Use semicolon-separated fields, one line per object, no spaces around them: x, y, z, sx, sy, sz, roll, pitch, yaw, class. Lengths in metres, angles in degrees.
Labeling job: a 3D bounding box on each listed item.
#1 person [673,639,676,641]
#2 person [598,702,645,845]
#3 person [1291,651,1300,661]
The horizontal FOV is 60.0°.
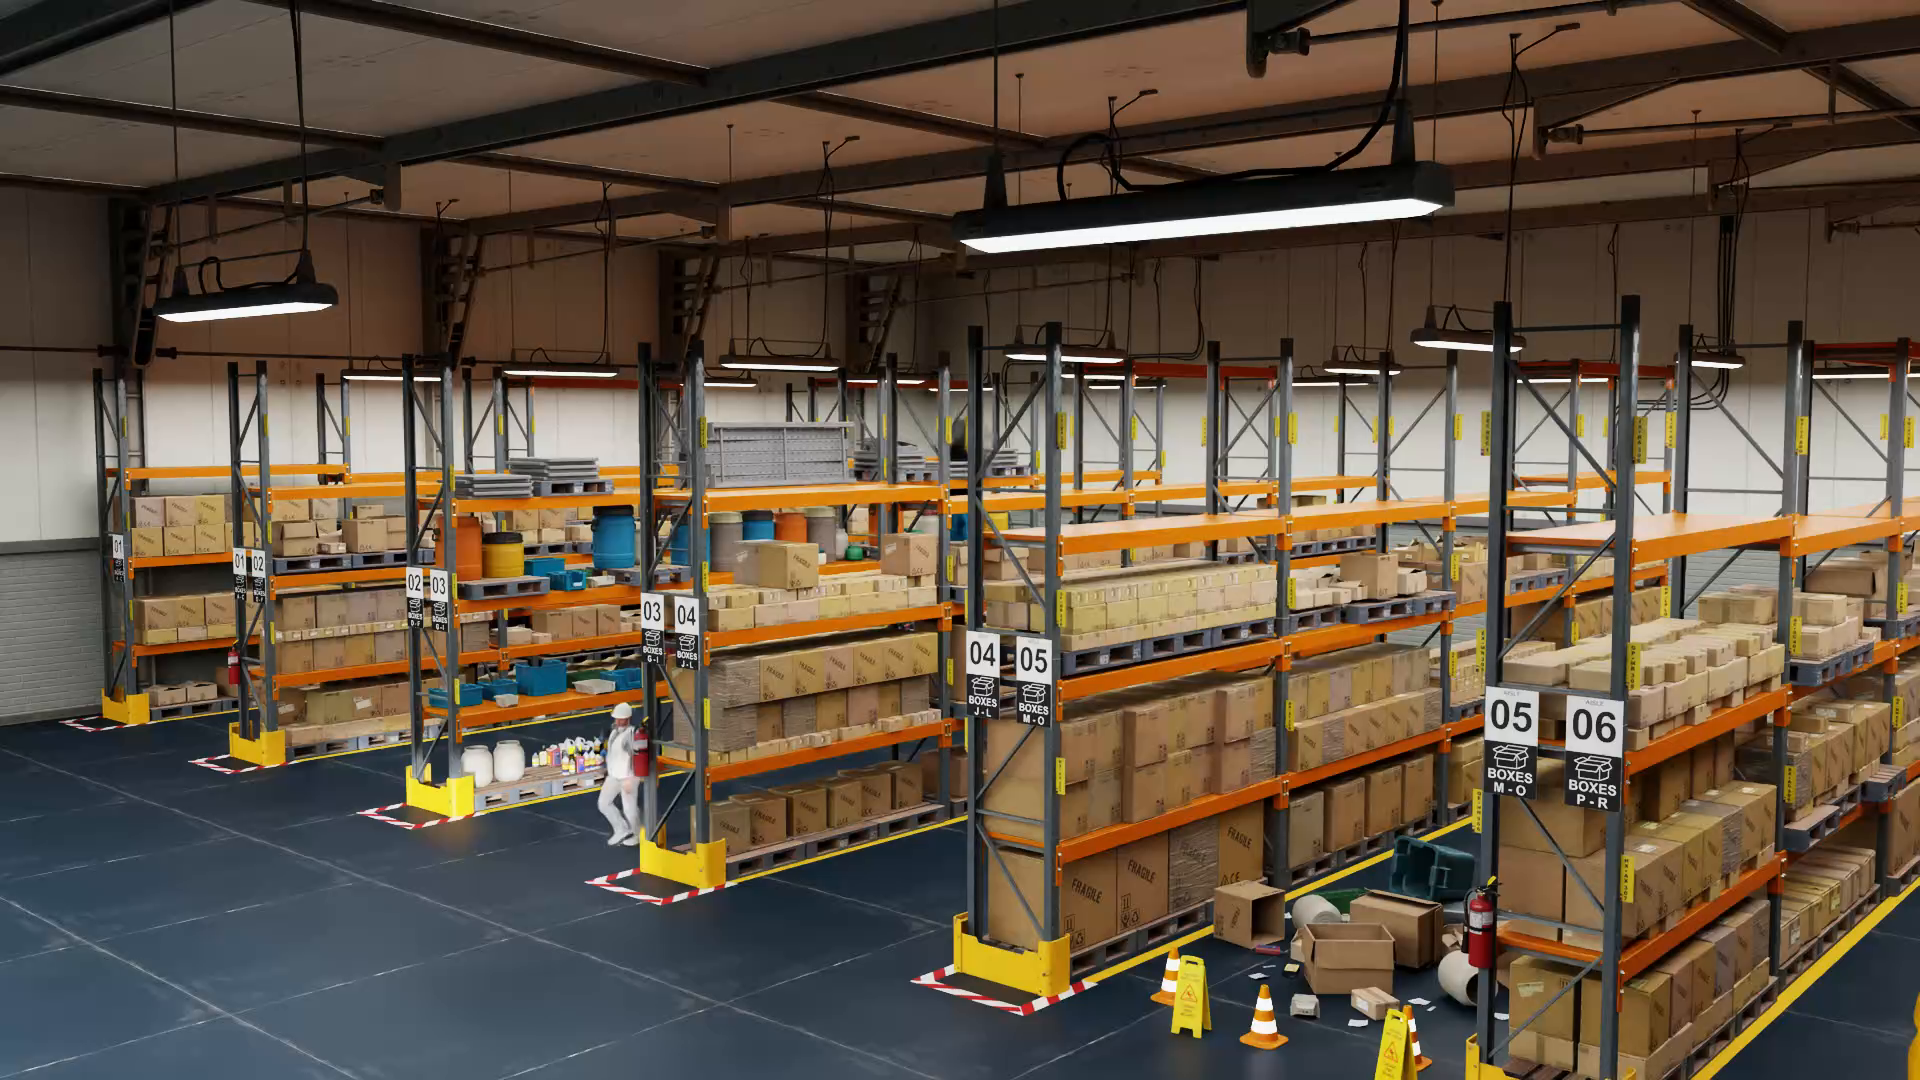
-4.541;2.243;28.022;0.668;1.758;0.692;2;5;30;person
-4.015;2.812;19.932;0.568;1.765;0.611;-4;6;-42;person
5.163;2.452;25.689;0.543;1.609;0.861;4;6;41;person
